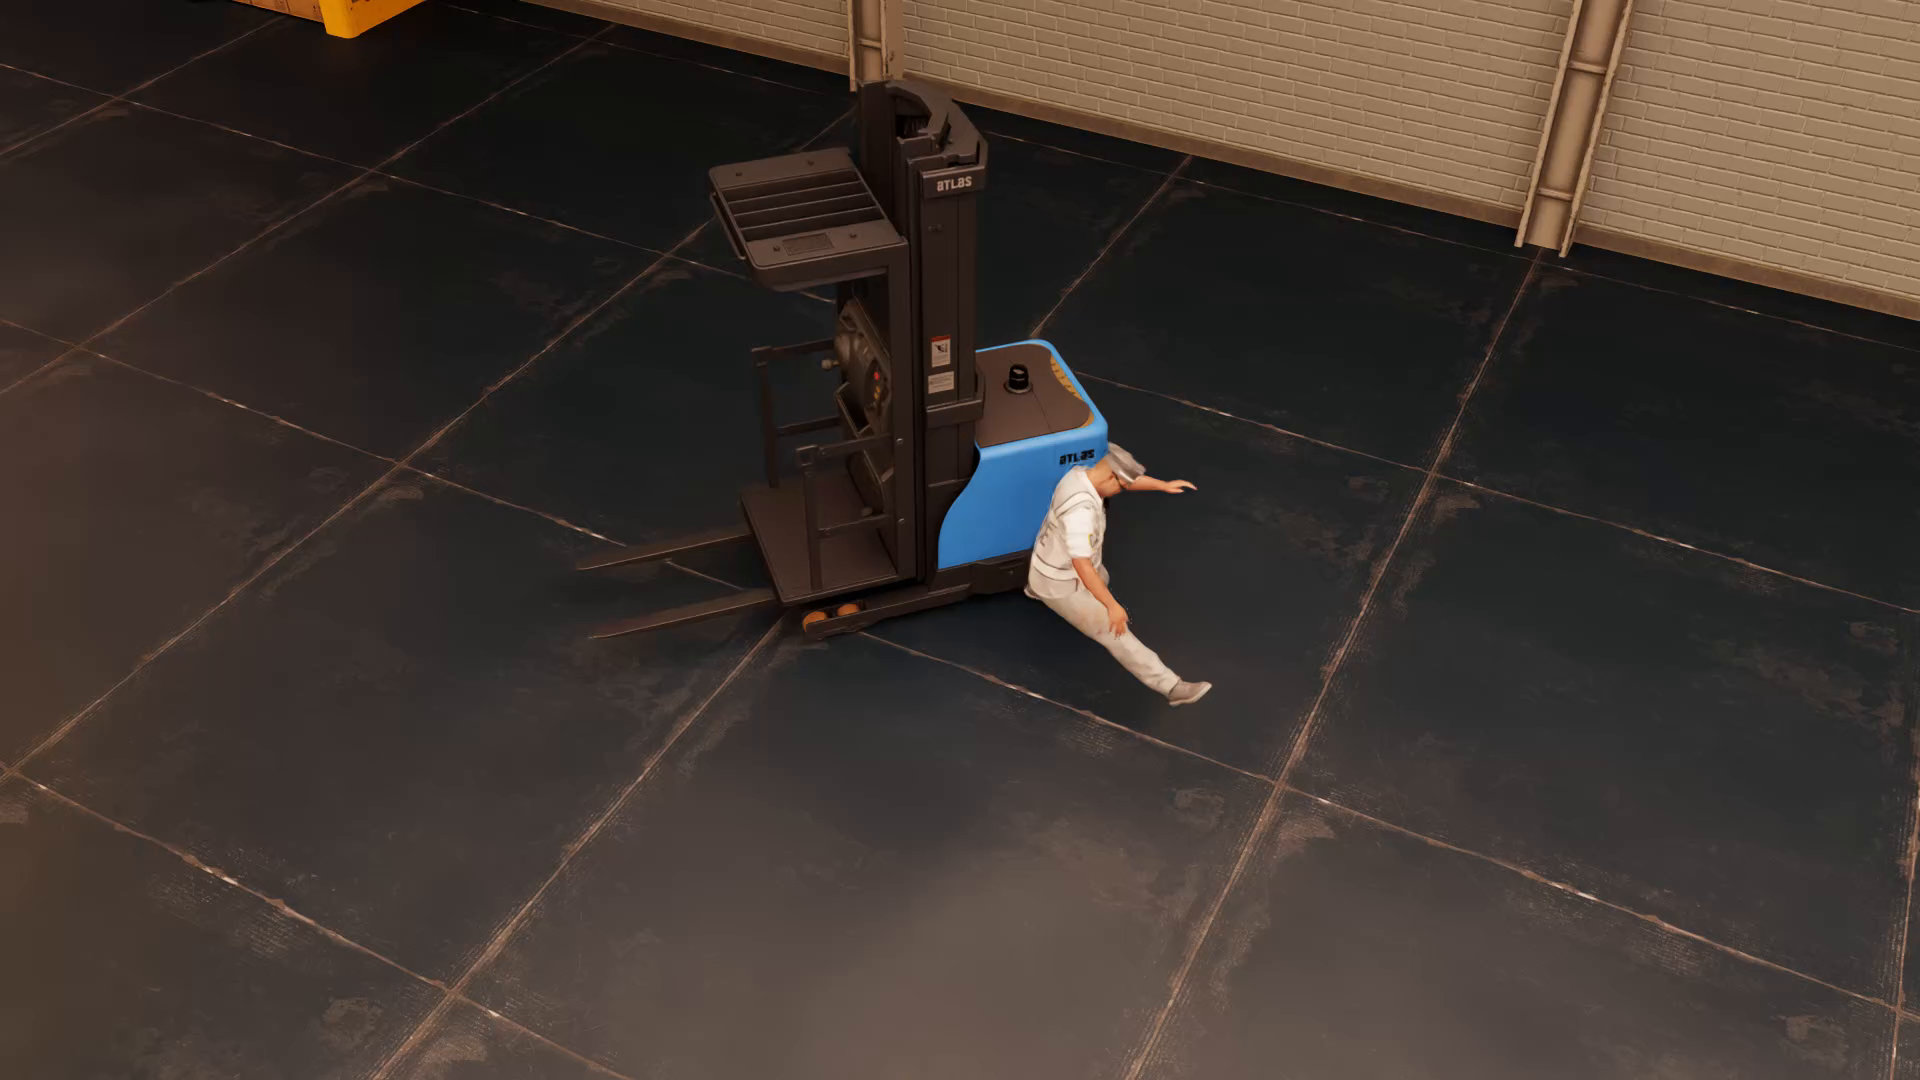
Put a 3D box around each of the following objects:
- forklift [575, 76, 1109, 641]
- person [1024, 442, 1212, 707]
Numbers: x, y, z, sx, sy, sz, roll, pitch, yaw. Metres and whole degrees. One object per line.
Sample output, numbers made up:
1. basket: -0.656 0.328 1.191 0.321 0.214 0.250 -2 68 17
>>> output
1. forklift: -0.718 -0.929 9.090 3.031 2.935 1.130 -13 42 -14
2. person: 0.863 0.134 9.025 1.179 1.478 1.104 8 41 10
